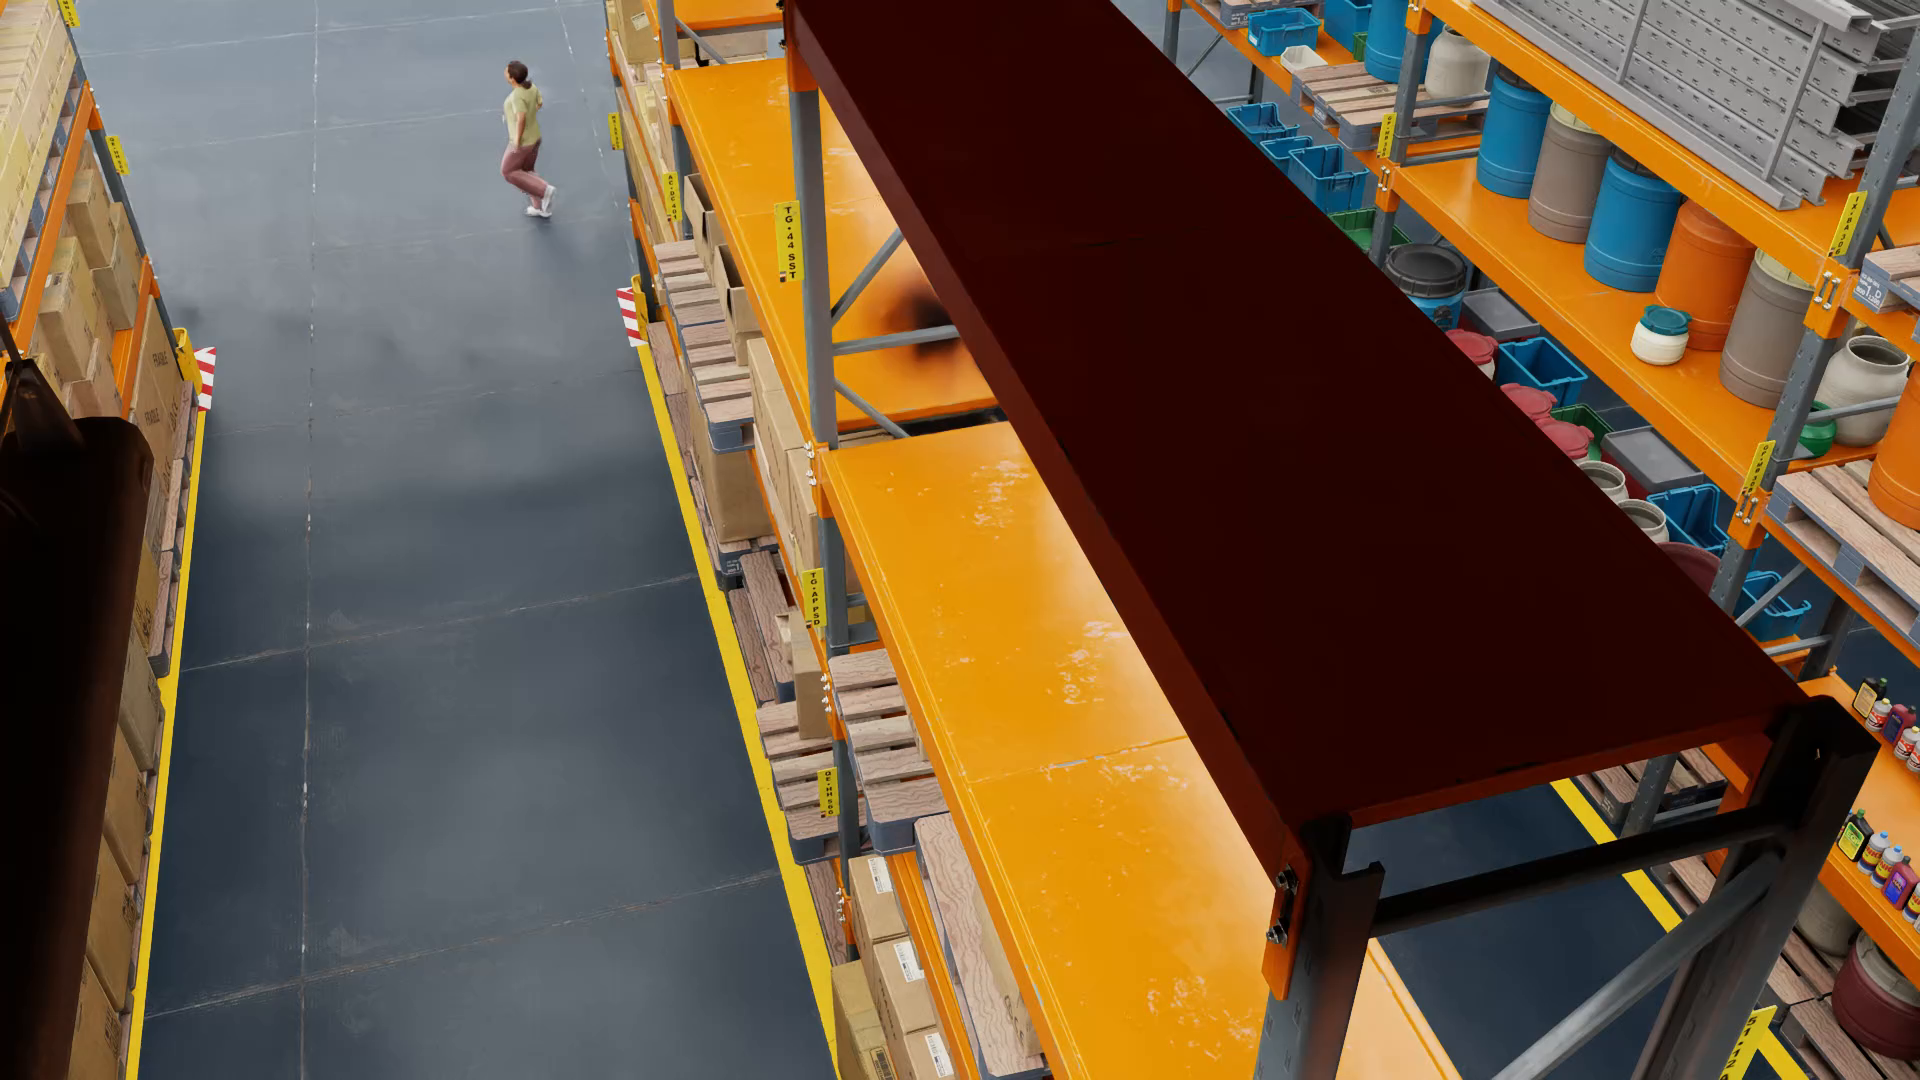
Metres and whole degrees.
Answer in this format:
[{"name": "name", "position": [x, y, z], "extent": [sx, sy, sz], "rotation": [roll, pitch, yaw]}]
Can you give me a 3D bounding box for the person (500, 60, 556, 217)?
[{"name": "person", "position": [-4.312, -3.969, 16.527], "extent": [0.561, 1.636, 0.617], "rotation": [10, 40, 13]}]
